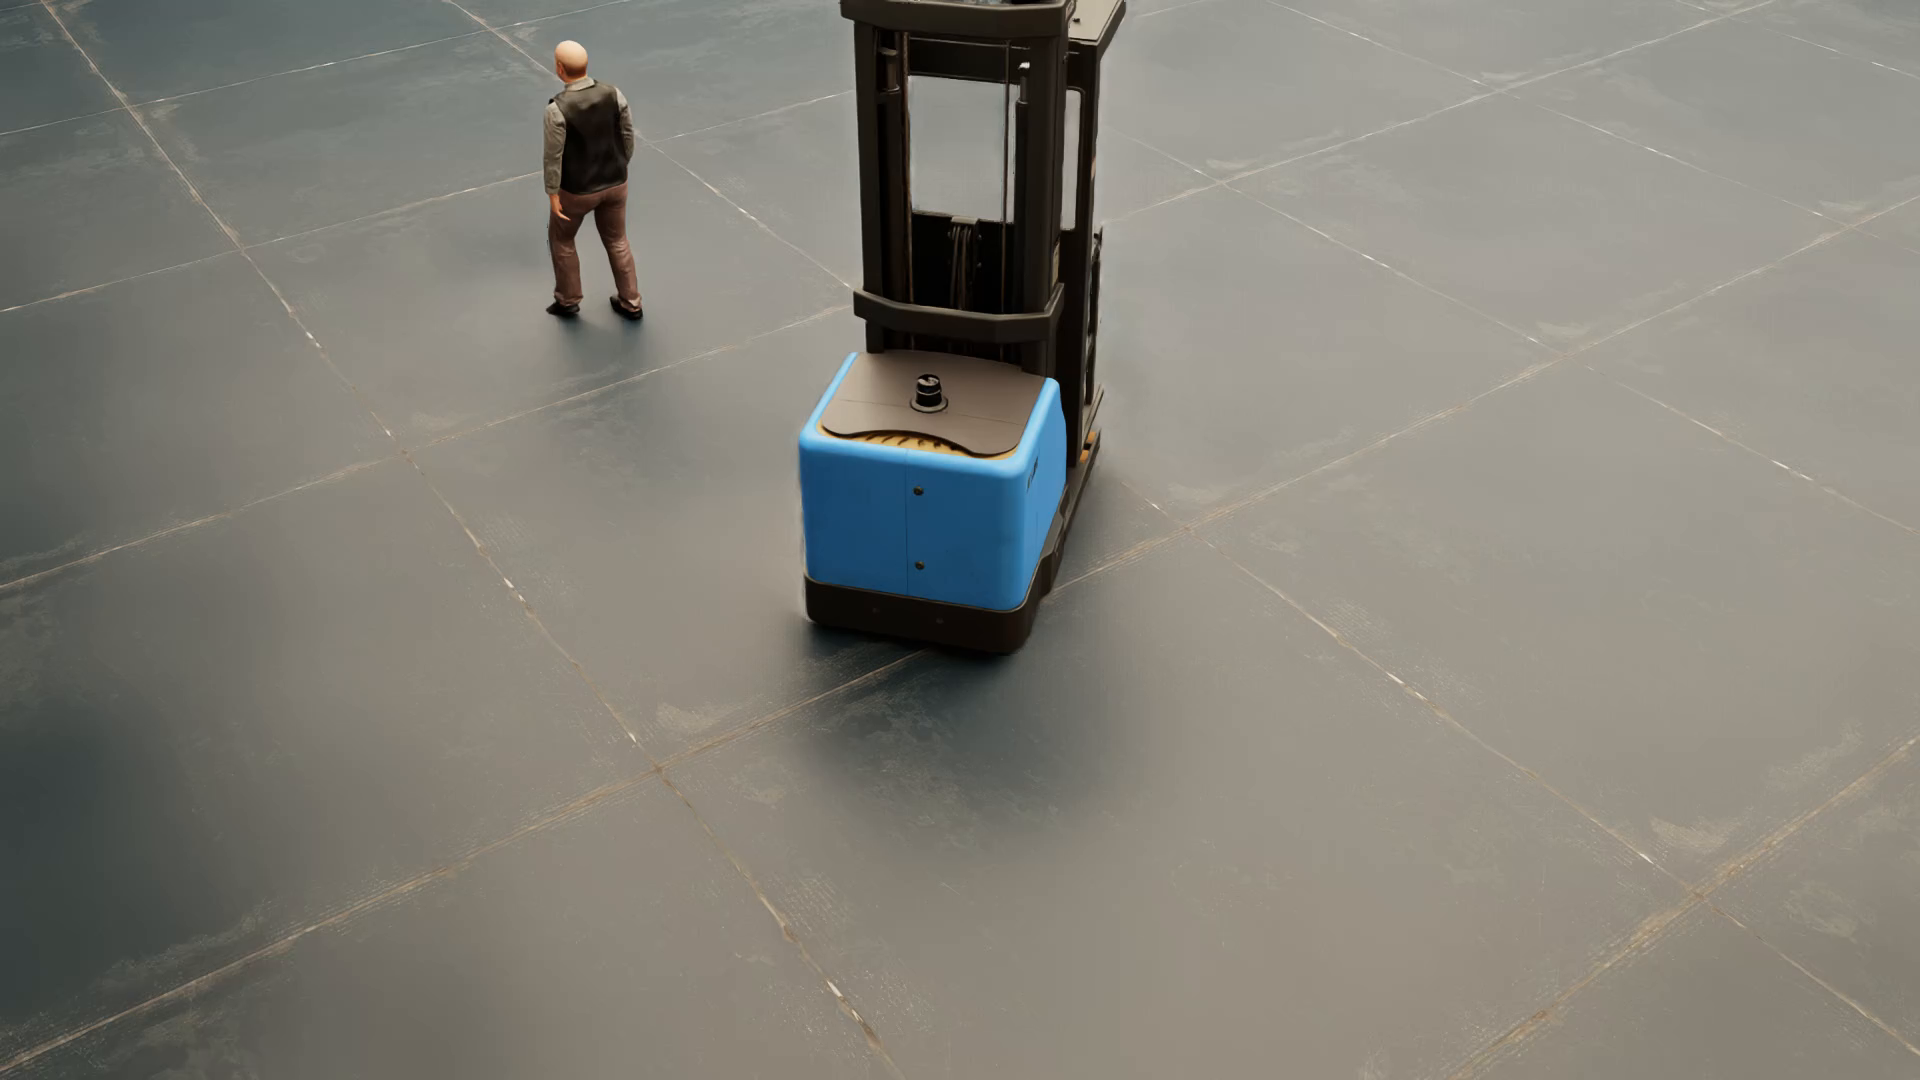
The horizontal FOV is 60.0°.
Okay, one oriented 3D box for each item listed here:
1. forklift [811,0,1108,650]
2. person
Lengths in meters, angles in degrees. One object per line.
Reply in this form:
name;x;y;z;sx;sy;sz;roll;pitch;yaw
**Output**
forklift;0.083;-1.546;8.035;1.130;2.935;3.031;6;37;7
person;-2.225;-2.125;9.882;0.615;1.754;0.527;-26;44;-31
